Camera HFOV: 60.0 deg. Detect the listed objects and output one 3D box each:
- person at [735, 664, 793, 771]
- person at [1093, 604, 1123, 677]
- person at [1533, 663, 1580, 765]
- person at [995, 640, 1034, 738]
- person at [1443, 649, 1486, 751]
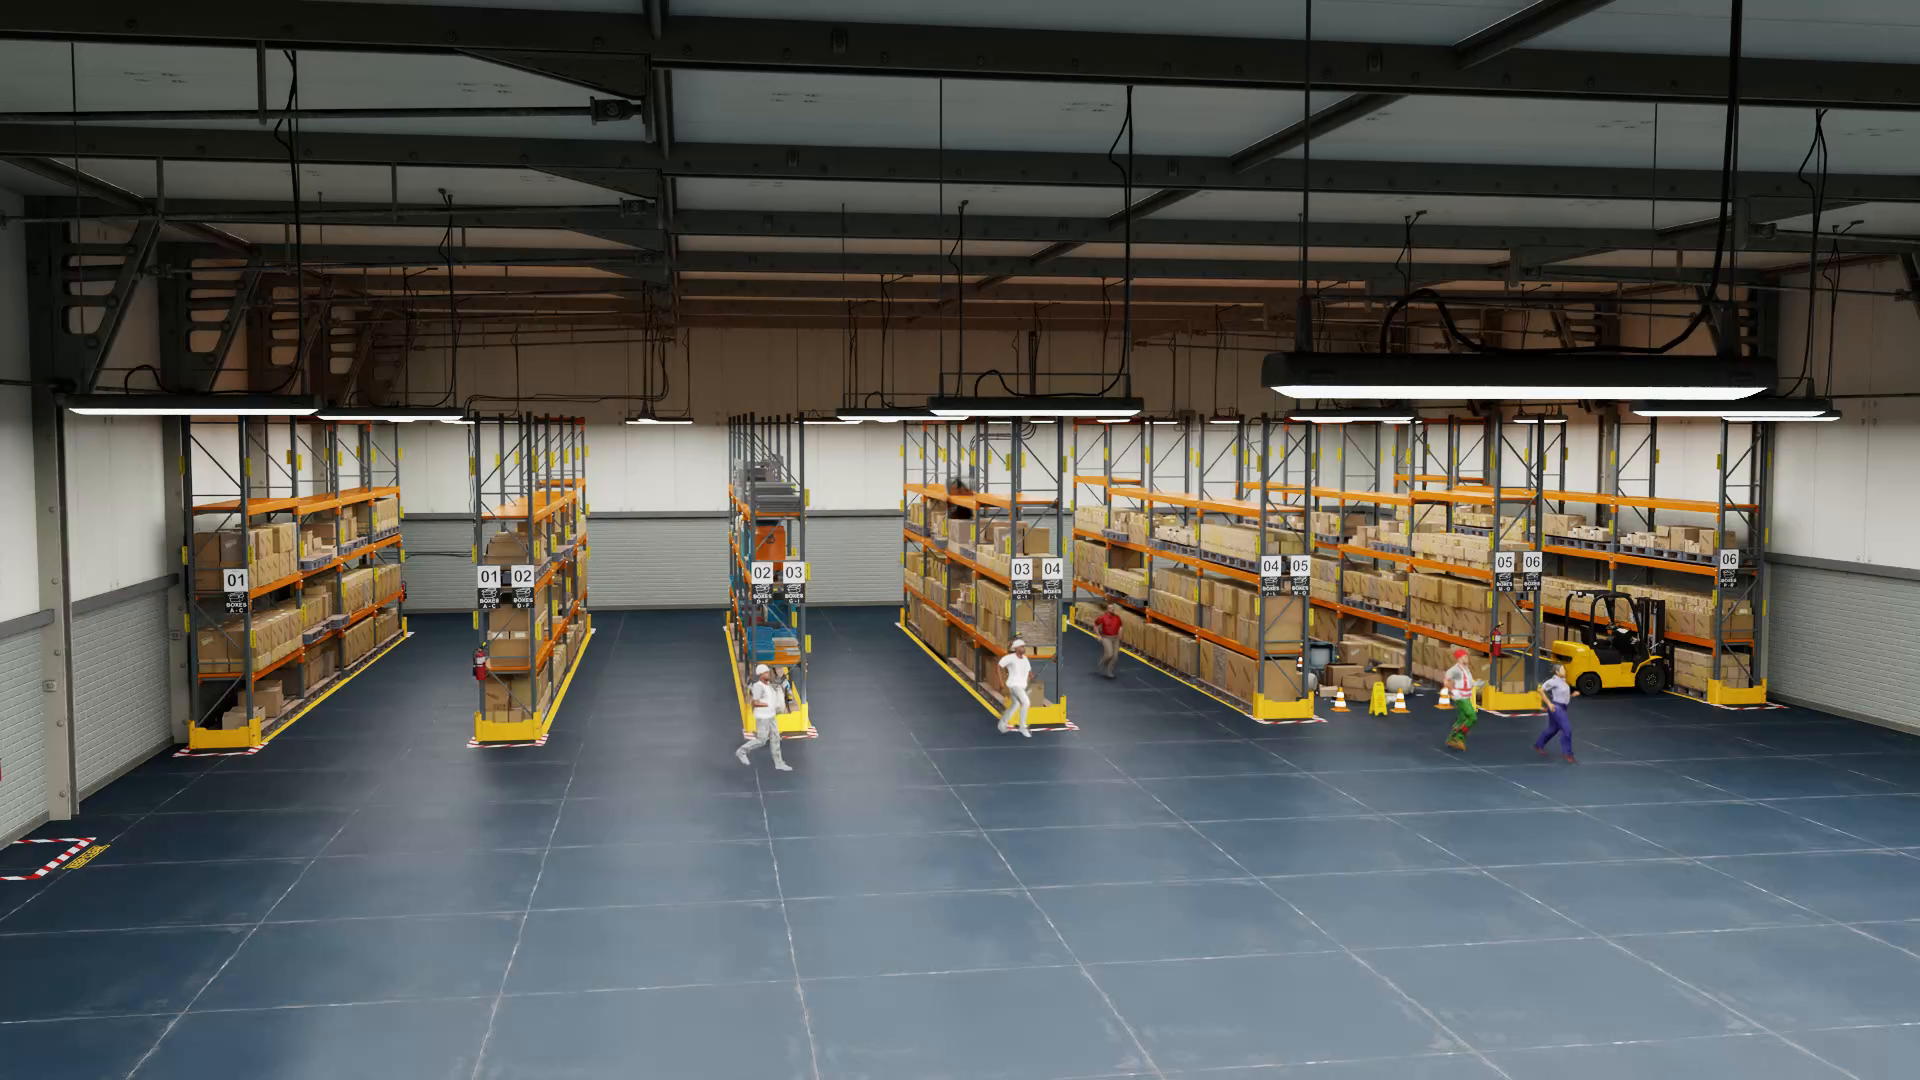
[{"bbox_3d":[-3.246,2.941,27.554,0.980,1.774,0.682,1,4,14],"label":"person"},{"bbox_3d":[3.447,2.298,37.951,0.649,1.680,0.593,-1,4,-21],"label":"person"},{"bbox_3d":[10.227,2.960,28.478,0.797,1.700,0.587,2,5,32],"label":"person"},{"bbox_3d":[1.100,2.738,30.908,0.787,1.755,0.714,3,5,35],"label":"person"},{"bbox_3d":[8.940,2.834,29.445,0.659,1.797,0.637,3,5,33],"label":"person"}]
